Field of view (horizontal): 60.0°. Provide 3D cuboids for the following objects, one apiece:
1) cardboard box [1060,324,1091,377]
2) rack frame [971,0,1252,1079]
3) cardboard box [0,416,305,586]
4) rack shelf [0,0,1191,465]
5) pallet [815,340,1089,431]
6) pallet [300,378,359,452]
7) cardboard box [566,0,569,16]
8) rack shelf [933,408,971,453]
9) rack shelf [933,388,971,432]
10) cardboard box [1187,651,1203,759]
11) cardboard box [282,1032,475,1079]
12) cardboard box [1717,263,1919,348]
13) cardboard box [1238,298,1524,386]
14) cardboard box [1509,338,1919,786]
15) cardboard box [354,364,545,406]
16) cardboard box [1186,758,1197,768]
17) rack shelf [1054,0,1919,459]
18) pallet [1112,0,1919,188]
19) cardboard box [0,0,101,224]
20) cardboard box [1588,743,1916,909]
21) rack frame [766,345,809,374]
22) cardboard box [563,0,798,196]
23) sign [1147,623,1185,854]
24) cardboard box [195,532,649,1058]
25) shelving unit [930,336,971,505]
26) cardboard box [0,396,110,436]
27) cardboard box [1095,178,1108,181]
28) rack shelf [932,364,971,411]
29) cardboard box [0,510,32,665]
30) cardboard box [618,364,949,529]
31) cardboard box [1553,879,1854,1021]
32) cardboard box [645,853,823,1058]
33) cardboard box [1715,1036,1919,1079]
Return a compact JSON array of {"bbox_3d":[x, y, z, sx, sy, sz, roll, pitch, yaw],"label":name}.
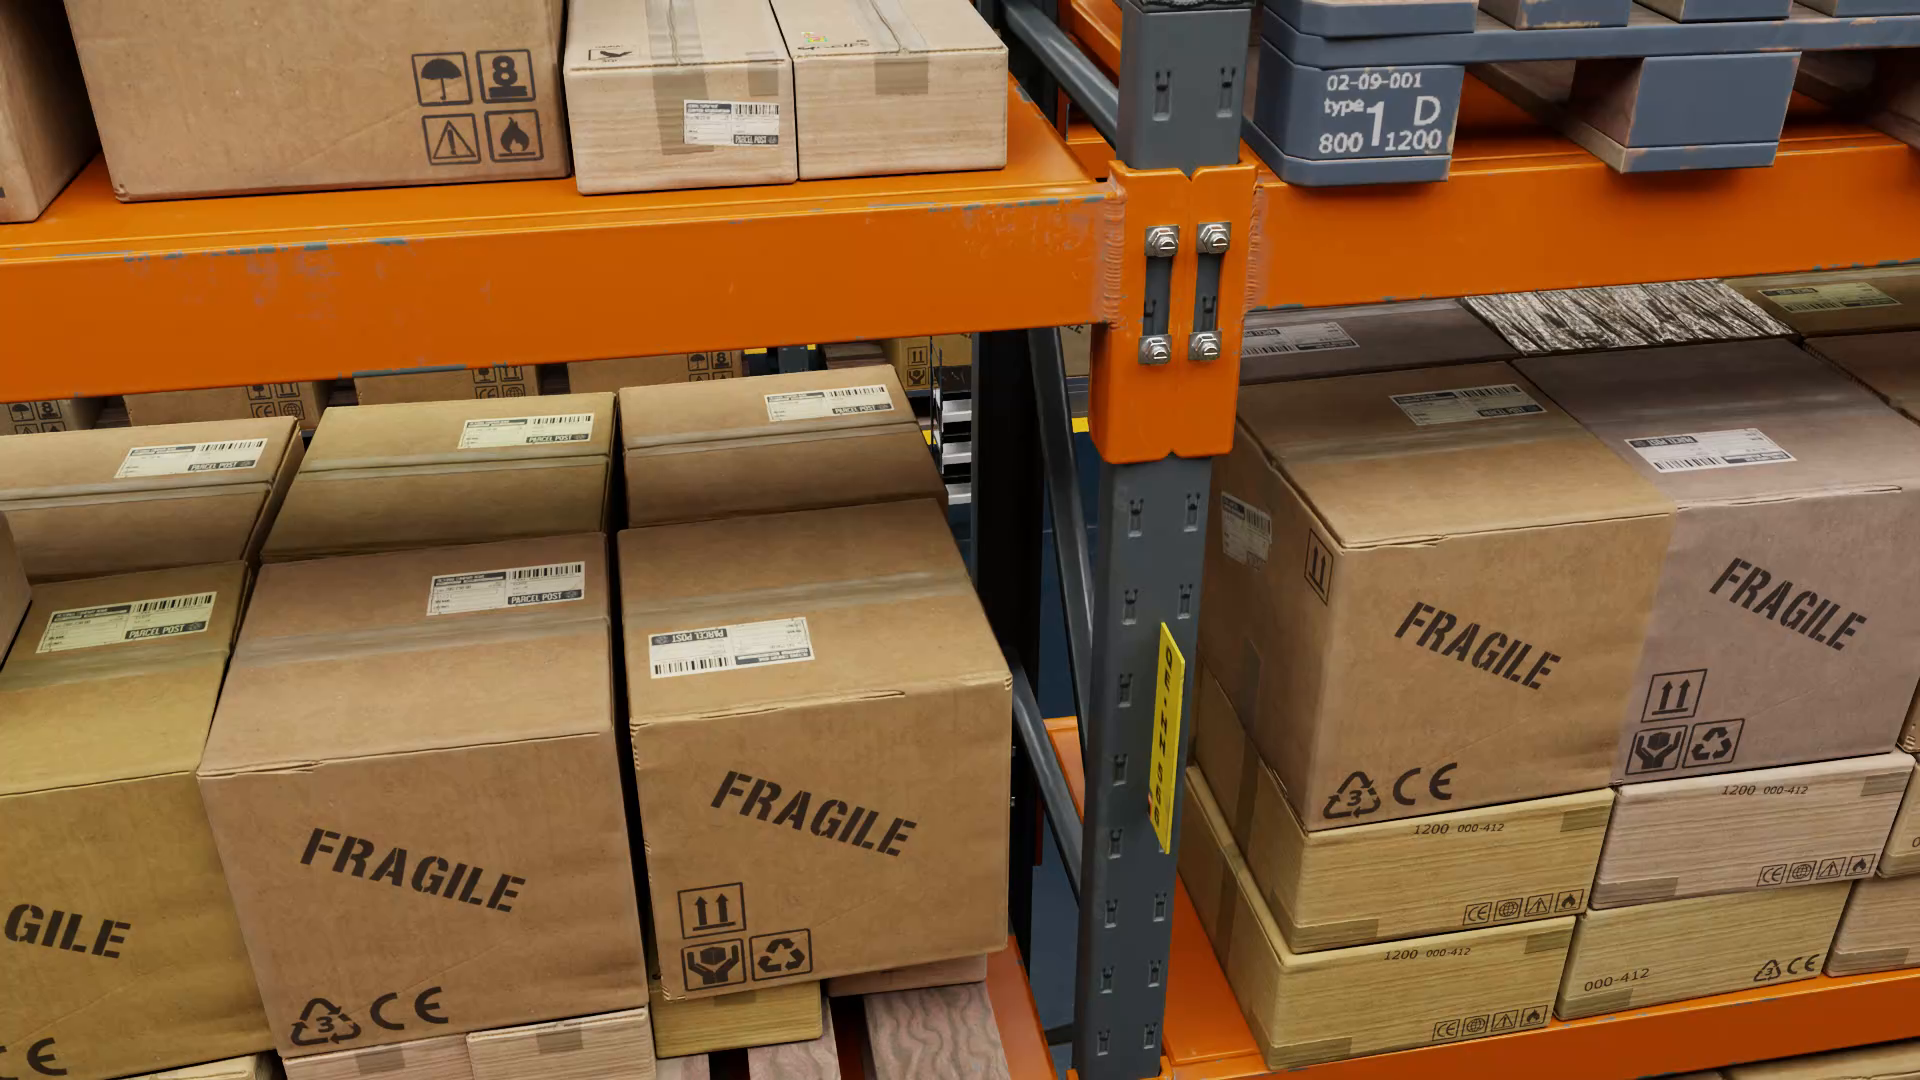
[{"bbox_3d":[0.416,-1.080,7.679,0.500,0.500,0.500,-5,31,-8],"label":"cardboard box"},{"bbox_3d":[0.171,0.467,2.996,0.127,3.000,1.000,-5,31,-9],"label":"rack frame"},{"bbox_3d":[-1.345,0.144,2.740,0.500,0.500,0.500,-5,31,-8],"label":"cardboard box"},{"bbox_3d":[-1.796,-0.333,2.107,4.000,0.370,1.077,-5,31,-9],"label":"rack shelf"},{"bbox_3d":[-0.051,-0.860,8.004,1.213,0.211,1.003,-5,31,-9],"label":"pallet"},{"bbox_3d":[-2.806,-0.645,7.639,1.213,0.211,1.003,-5,31,-9],"label":"pallet"},{"bbox_3d":[-0.420,-0.800,2.325,0.258,0.266,0.396,-5,31,-9],"label":"cardboard box"},{"bbox_3d":[0.008,-0.437,6.494,0.200,0.077,0.258,-5,31,-9],"label":"rack shelf"},{"bbox_3d":[0.008,-0.515,6.449,0.200,0.077,0.258,-5,31,-9],"label":"rack shelf"},{"bbox_3d":[0.602,0.146,3.198,0.500,0.250,0.500,-5,31,-9],"label":"cardboard box"},{"bbox_3d":[-0.848,0.667,2.490,0.250,0.149,0.380,-7,31,-11],"label":"cardboard box"},{"bbox_3d":[1.626,-0.277,3.177,0.500,0.500,0.500,-5,31,-9],"label":"cardboard box"},{"bbox_3d":[0.633,-0.184,3.019,0.500,0.500,0.500,-6,31,-10],"label":"cardboard box"},{"bbox_3d":[1.187,0.020,2.671,0.500,0.500,0.500,-5,31,-9],"label":"cardboard box"},{"bbox_3d":[-2.294,-1.110,7.484,0.750,0.750,1.050,-5,31,-8],"label":"cardboard box"},{"bbox_3d":[0.622,0.356,3.333,0.500,0.250,0.500,-6,31,-11],"label":"cardboard box"},{"bbox_3d":[2.139,-0.698,2.728,4.000,0.370,1.077,-5,31,-9],"label":"rack shelf"},{"bbox_3d":[0.795,-0.829,2.428,1.003,0.211,1.213,-4,31,-7],"label":"pallet"},{"bbox_3d":[-1.324,-0.717,1.948,0.637,0.503,0.797,-5,31,-9],"label":"cardboard box"},{"bbox_3d":[1.223,0.347,2.856,0.500,0.250,0.500,-5,31,-8],"label":"cardboard box"},{"bbox_3d":[-0.820,-1.991,7.177,0.127,3.000,1.000,-5,31,-9],"label":"rack frame"},{"bbox_3d":[-0.344,-0.557,2.027,0.250,0.149,0.380,-5,31,-9],"label":"cardboard box"},{"bbox_3d":[0.278,0.272,2.264,0.005,0.325,0.100,-5,31,-9],"label":"sign"},{"bbox_3d":[-0.732,0.348,2.393,0.500,0.500,0.500,-6,31,-10],"label":"cardboard box"},{"bbox_3d":[0.008,-0.389,6.523,0.210,0.900,0.258,-5,31,-9],"label":"shelving unit"},{"bbox_3d":[-4.160,-0.939,7.193,0.750,0.750,1.050,-5,31,-9],"label":"cardboard box"},{"bbox_3d":[0.803,-1.701,7.996,0.500,0.250,0.500,-5,31,-8],"label":"cardboard box"},{"bbox_3d":[0.008,-0.593,6.403,0.200,0.077,0.258,-5,31,-9],"label":"rack shelf"},{"bbox_3d":[-1.387,0.125,2.131,0.250,0.149,0.380,-7,31,-11],"label":"cardboard box"},{"bbox_3d":[-0.313,0.041,2.915,0.500,0.500,0.500,-6,31,-10],"label":"cardboard box"},{"bbox_3d":[1.200,0.557,2.991,0.500,0.250,0.500,-6,31,-10],"label":"cardboard box"},{"bbox_3d":[-0.359,0.602,2.600,0.250,0.149,0.380,-5,31,-8],"label":"cardboard box"},{"bbox_3d":[1.744,1.101,3.600,0.875,0.875,0.875,-5,31,-8],"label":"cardboard box"}]
